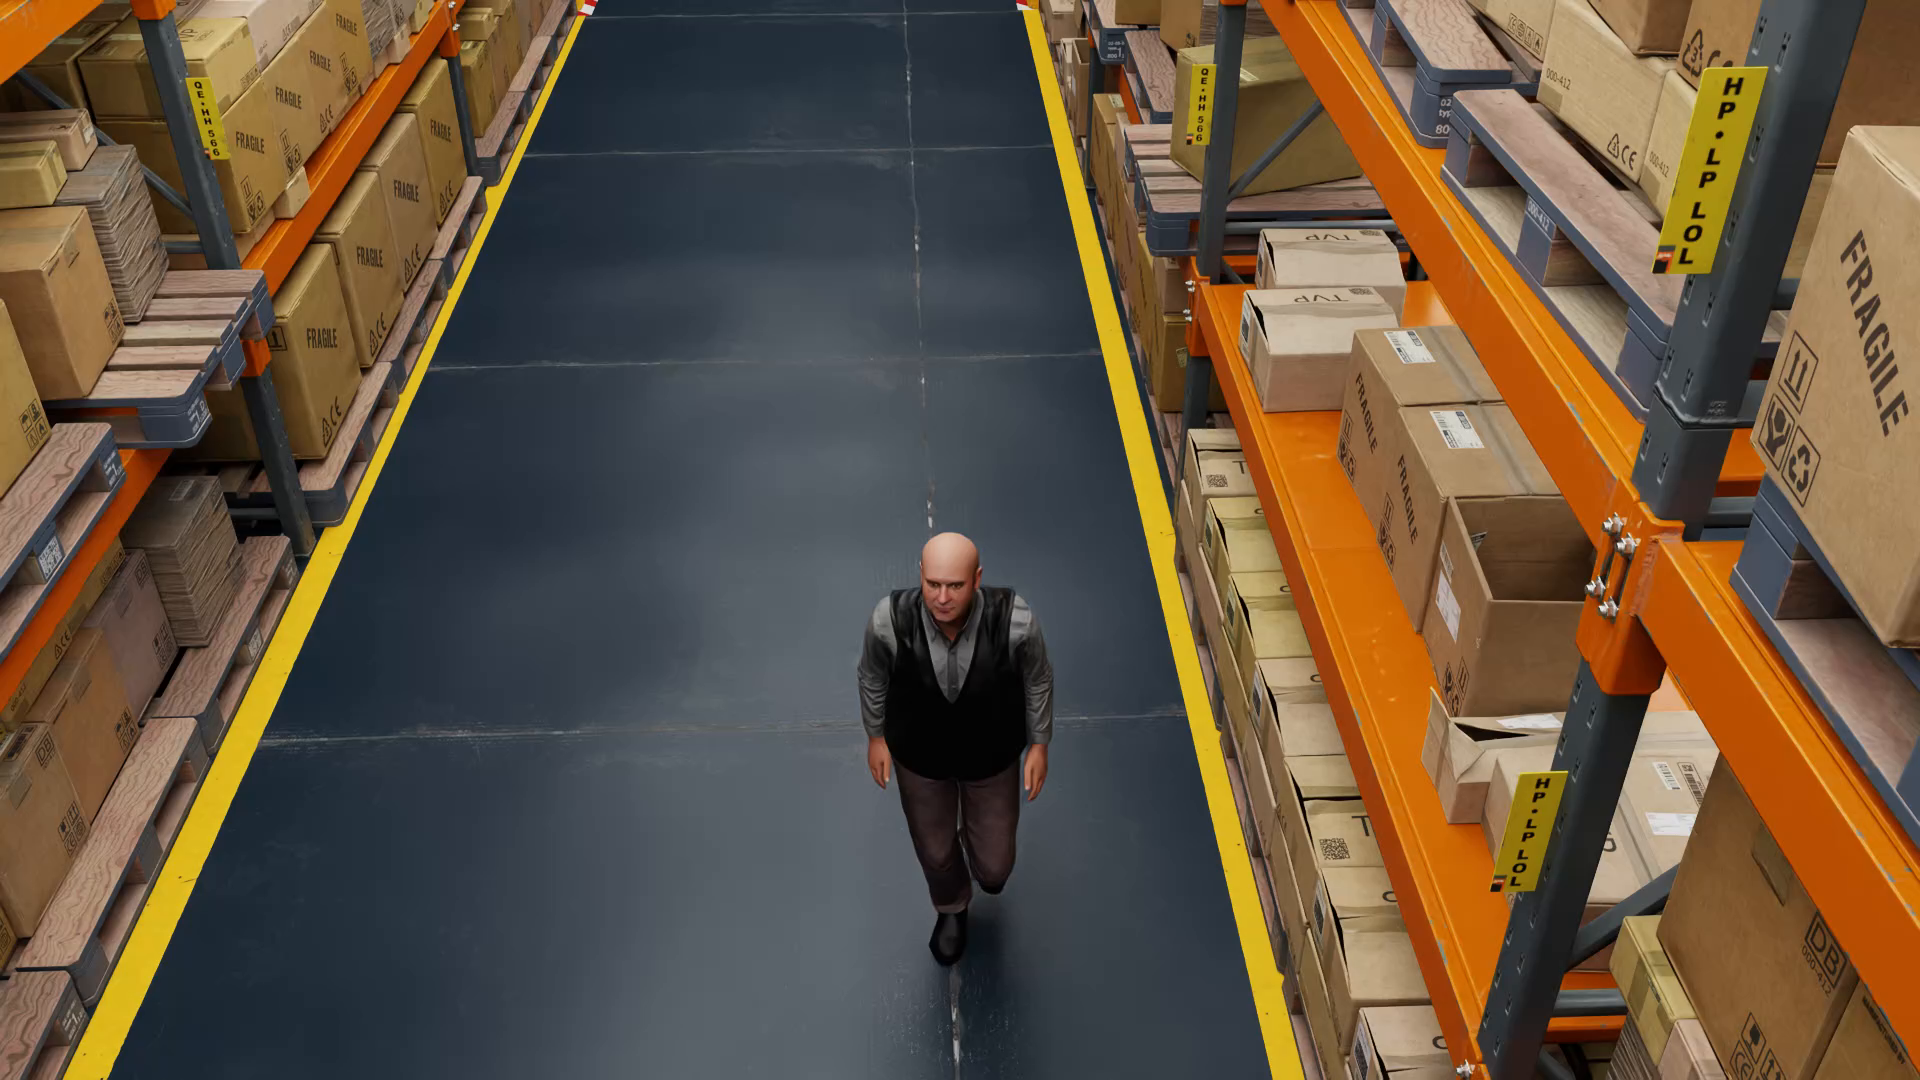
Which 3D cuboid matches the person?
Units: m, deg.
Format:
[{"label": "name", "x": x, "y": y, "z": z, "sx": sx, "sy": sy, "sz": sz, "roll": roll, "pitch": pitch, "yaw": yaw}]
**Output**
[{"label": "person", "x": -0.014, "y": 0.622, "z": 5.275, "sx": 0.602, "sy": 1.708, "sz": 0.527, "roll": 1, "pitch": 35, "yaw": 1}]
